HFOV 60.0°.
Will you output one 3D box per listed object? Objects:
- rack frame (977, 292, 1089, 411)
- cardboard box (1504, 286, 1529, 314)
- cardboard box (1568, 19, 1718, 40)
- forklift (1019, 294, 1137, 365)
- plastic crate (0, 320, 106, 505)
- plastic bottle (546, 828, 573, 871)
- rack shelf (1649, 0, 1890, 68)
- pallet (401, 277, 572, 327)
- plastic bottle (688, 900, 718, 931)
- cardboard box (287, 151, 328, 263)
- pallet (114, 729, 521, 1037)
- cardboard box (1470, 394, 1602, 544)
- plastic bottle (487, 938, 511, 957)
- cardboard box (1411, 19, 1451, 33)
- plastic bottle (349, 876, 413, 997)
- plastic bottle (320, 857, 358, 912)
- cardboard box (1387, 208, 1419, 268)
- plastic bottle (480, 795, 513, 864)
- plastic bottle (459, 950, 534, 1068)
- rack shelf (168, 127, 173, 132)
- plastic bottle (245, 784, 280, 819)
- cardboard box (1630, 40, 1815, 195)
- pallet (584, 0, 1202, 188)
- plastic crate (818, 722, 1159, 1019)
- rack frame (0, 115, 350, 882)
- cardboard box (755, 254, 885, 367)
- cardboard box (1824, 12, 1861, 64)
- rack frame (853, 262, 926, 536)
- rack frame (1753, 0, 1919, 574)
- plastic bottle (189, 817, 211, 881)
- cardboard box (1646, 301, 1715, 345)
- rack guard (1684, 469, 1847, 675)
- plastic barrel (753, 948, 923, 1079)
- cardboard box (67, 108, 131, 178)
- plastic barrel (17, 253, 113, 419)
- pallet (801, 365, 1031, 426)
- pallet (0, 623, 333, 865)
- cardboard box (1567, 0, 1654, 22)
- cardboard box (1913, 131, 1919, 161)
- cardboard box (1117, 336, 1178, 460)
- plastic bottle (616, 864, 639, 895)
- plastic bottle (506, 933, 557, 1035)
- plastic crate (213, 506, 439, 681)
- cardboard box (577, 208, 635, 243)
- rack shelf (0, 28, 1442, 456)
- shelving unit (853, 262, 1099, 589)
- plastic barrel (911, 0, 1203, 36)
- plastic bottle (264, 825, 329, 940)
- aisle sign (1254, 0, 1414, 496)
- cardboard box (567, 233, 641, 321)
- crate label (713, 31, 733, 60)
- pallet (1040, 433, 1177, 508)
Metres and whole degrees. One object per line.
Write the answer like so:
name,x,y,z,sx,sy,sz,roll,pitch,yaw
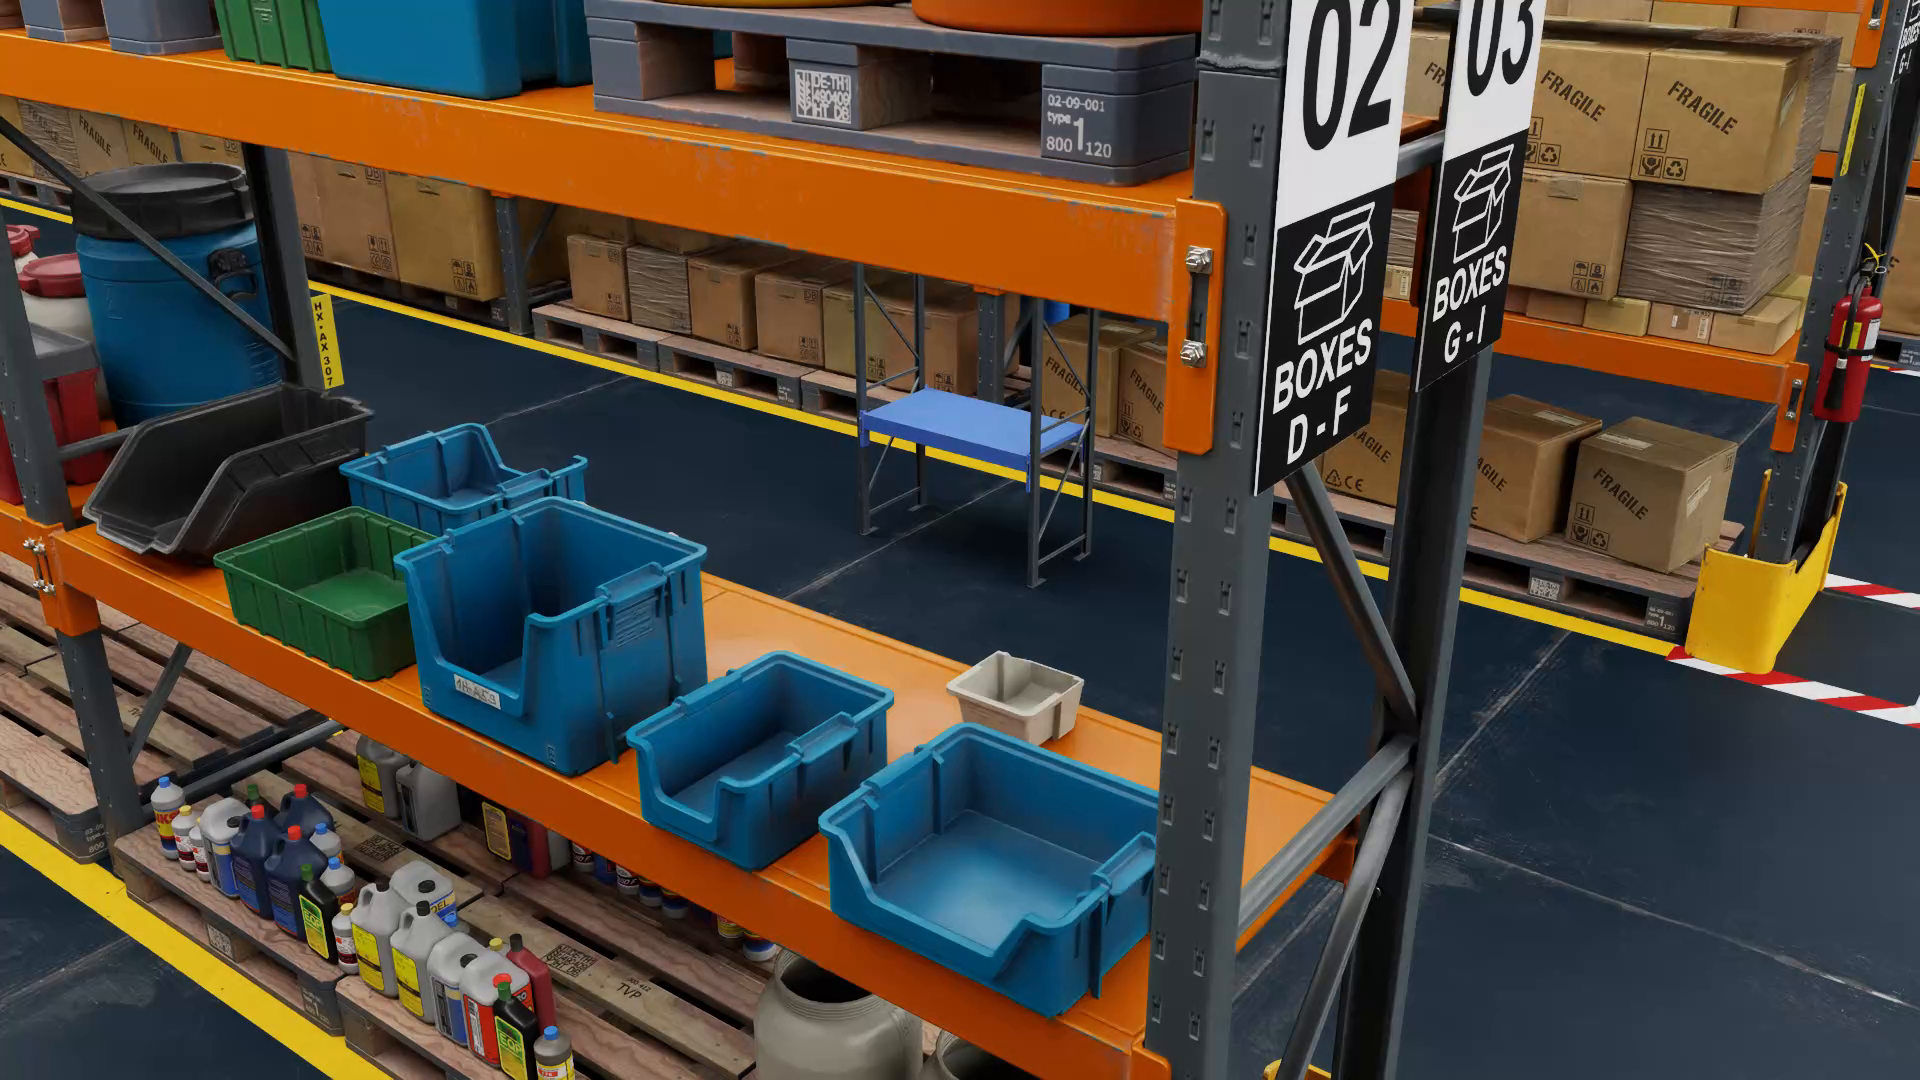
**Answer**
rack frame,0.440,-1.977,9.017,0.127,3.000,1.000,17,29,33
cardboard box,2.492,-1.141,7.431,0.250,0.149,0.380,17,29,33
cardboard box,2.968,-1.993,7.321,0.500,0.500,0.500,17,29,33
forklift,-0.286,-2.920,11.241,3.031,2.935,1.130,16,29,32
plastic crate,-3.102,-0.427,5.419,0.583,0.464,0.402,17,29,33
plastic bottle,-1.303,0.894,5.333,0.135,0.276,0.152,17,29,34
rack shelf,2.040,-2.537,7.460,4.000,0.370,1.077,17,29,33
pallet,-3.347,-1.883,12.262,1.213,0.211,1.003,17,29,33
plastic bottle,-0.764,1.030,5.015,0.133,0.283,0.061,17,29,34
cardboard box,-4.722,-2.767,12.925,0.875,0.875,1.225,16,28,32
pallet,-2.018,1.073,5.553,1.213,0.211,1.003,17,29,33
cardboard box,2.652,-0.348,7.899,0.500,0.500,0.500,-17,29,-34
plastic bottle,-1.299,1.217,4.693,0.097,0.201,0.097,0,24,0
cardboard box,1.855,-2.067,7.488,0.500,0.500,0.500,17,29,33
plastic bottle,-1.643,1.109,4.752,0.185,0.351,0.144,17,29,33
plastic bottle,-1.843,1.066,4.948,0.097,0.271,0.097,0,24,0
cardboard box,2.371,-1.551,7.556,0.500,0.500,0.875,17,29,33
plastic bottle,-1.472,0.889,5.335,0.133,0.283,0.061,17,29,33
plastic bottle,-1.248,1.261,4.501,0.135,0.276,0.152,17,29,34
rack shelf,-7.562,-4.066,14.650,4.000,0.370,1.077,17,29,33
plastic bottle,-2.200,0.916,5.274,0.133,0.283,0.061,17,29,33
cardboard box,3.052,-1.702,6.661,0.500,0.500,0.500,17,29,33
pallet,0.067,-0.930,3.154,1.213,0.211,1.003,17,29,33
plastic crate,0.090,0.632,3.280,0.616,0.251,0.499,17,29,33
rack frame,-2.531,-0.379,5.390,0.127,3.000,1.000,17,29,33
cardboard box,-0.857,-1.446,10.367,0.500,0.500,0.700,14,27,29
cardboard box,5.927,-3.354,10.617,0.550,0.550,0.875,17,29,33
rack frame,-0.338,-0.789,8.180,0.032,1.500,0.500,17,29,33
rack frame,3.640,-1.010,6.822,0.127,3.000,1.000,17,29,33
plastic bottle,-2.376,0.968,5.258,0.097,0.201,0.097,0,24,0
cardboard box,3.089,-0.958,7.015,0.250,0.149,0.380,17,29,33
rack guard,3.580,0.116,7.367,0.348,0.500,1.175,17,29,33
plastic barrel,-0.304,1.279,4.192,0.421,0.512,0.421,0,24,0
cardboard box,-7.162,-3.535,14.666,0.875,0.875,0.875,17,29,33
plastic barrel,-3.165,-0.743,6.048,0.433,0.535,0.433,0,24,0
pallet,-0.184,-0.889,10.005,1.213,0.211,1.003,17,29,33
pallet,-3.182,0.720,6.355,1.213,0.211,1.003,17,29,33
cardboard box,4.629,-3.745,11.504,0.550,0.550,0.875,17,29,33
cardboard box,6.372,-2.729,10.538,0.550,0.550,0.875,17,29,33
cardboard box,1.199,-0.780,8.879,0.500,0.500,0.500,-16,28,-31
plastic bottle,-1.028,0.997,5.191,0.097,0.201,0.097,0,24,0
plastic bottle,-1.184,1.223,4.577,0.133,0.283,0.061,17,29,33
plastic crate,-1.614,0.137,4.481,0.662,0.188,0.450,17,29,33
cardboard box,-2.207,-2.193,11.131,0.500,0.250,0.500,18,30,35
rack shelf,-0.930,-0.939,3.833,4.000,0.370,1.077,17,29,33
shelving unit,0.068,-0.666,7.901,1.048,1.500,0.538,17,29,33
plastic barrel,0.205,-1.250,2.592,0.708,0.830,0.600,17,29,33
plastic bottle,-1.983,1.007,4.985,0.185,0.351,0.144,15,28,31
aisle sign,0.549,-0.488,2.414,0.004,0.787,0.394,17,29,33
cardboard box,-2.213,-1.846,11.275,0.500,0.500,0.700,15,28,31
crate label,-0.630,-1.276,3.889,0.408,0.251,0.502,17,29,33
pallet,0.998,-0.550,9.236,1.213,0.211,1.003,17,29,33
